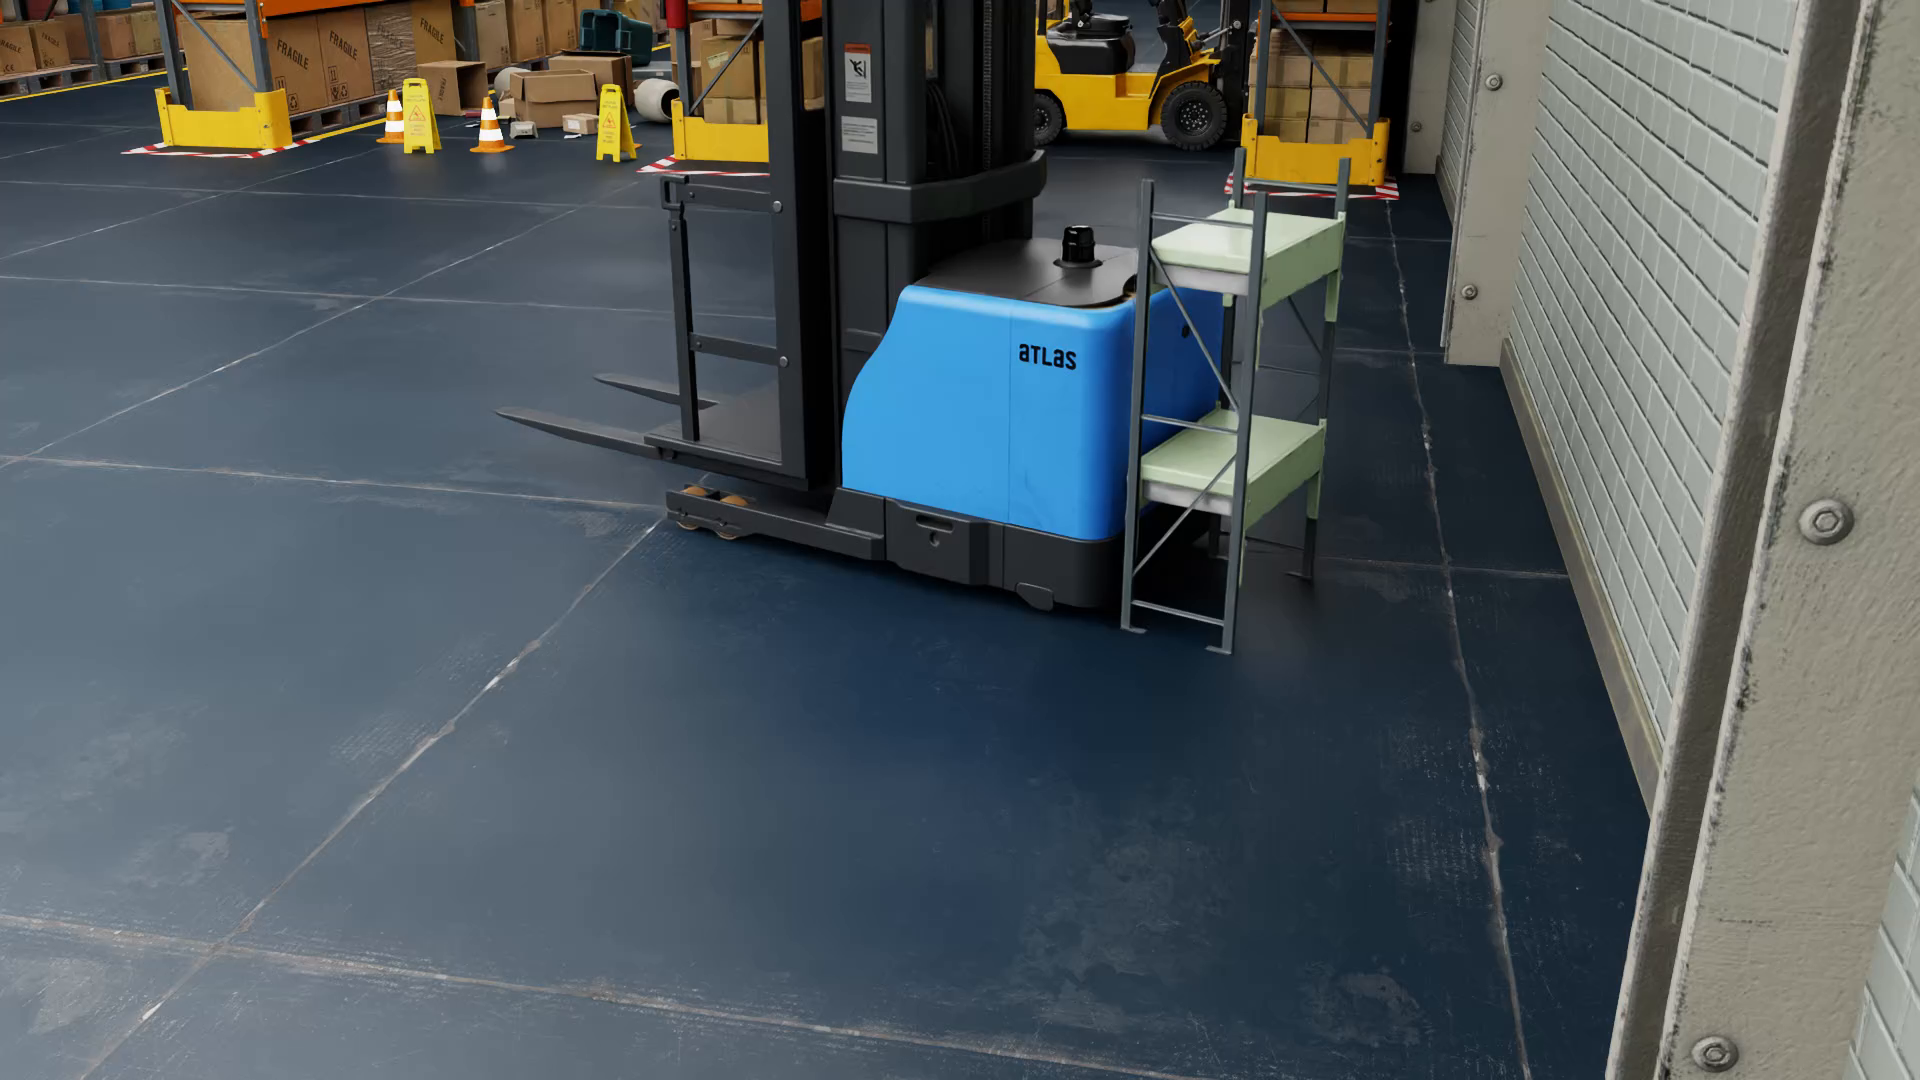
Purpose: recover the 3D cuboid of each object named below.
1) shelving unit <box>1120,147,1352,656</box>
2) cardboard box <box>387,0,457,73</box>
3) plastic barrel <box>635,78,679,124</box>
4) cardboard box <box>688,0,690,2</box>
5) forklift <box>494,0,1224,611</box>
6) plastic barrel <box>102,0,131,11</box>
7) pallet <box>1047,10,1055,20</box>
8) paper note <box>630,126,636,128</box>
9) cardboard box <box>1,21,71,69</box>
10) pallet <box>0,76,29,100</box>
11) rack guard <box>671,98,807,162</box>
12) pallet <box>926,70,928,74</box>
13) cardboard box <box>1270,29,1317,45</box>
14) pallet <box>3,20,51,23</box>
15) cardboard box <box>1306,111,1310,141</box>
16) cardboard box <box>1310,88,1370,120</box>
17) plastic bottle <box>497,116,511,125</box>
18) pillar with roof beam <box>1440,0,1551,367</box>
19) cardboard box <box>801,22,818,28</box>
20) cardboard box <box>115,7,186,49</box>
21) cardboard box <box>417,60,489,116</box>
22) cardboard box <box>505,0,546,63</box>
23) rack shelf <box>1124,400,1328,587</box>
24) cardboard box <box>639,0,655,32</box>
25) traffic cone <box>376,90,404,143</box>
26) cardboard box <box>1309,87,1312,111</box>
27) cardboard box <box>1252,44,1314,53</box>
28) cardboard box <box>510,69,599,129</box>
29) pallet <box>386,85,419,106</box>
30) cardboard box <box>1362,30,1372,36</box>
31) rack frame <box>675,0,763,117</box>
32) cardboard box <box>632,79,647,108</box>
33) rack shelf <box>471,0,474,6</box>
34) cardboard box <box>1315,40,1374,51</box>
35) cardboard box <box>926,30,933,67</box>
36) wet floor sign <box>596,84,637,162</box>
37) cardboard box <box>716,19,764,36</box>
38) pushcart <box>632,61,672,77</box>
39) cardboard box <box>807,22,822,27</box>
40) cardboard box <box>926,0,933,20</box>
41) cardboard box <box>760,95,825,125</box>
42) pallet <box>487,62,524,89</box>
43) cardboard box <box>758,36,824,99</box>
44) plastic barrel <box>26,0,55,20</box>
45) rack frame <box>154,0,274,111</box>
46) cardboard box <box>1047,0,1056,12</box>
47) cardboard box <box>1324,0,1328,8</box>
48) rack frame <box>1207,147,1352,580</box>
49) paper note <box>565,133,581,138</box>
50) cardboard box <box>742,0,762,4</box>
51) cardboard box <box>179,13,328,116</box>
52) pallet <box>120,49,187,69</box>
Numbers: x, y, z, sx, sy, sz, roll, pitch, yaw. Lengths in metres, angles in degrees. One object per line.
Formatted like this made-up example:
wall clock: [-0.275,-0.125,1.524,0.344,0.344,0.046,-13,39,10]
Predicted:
shelving unit: [0.912,-0.477,5.525,0.431,1.500,0.755,13,25,29]
cardboard box: [-6.201,-5.540,18.377,0.875,0.875,0.875,5,22,12]
plastic barrel: [-3.014,-4.428,16.783,0.421,0.421,0.512,-16,27,-35]
cardboard box: [-4.381,-8.039,25.084,0.500,0.500,0.500,4,22,10]
forklift: [-0.538,-1.513,6.187,3.031,2.935,1.130,13,25,29]
plastic barrel: [-14.183,-9.298,27.672,0.600,0.901,0.708,4,22,11]
pallet: [0.973,-8.567,27.344,1.003,0.211,1.213,4,22,11]
paper note: [-3.252,-4.116,16.559,0.032,0.001,0.123,4,22,11]
cardboard box: [-10.960,-5.863,19.680,0.500,0.500,0.500,4,22,9]
pallet: [-11.188,-4.982,18.440,1.003,0.211,1.213,4,22,11]
rack guard: [-1.938,-3.621,14.675,1.175,0.500,0.348,4,22,11]
pallet: [-0.980,-5.207,19.000,1.003,0.211,1.213,4,22,11]
cardboard box: [3.112,-4.700,15.787,0.500,0.250,0.500,5,23,13]
pallet: [-14.752,-7.809,25.462,1.003,0.211,1.213,4,22,11]
cardboard box: [2.804,-3.672,14.574,0.500,0.250,0.500,4,22,11]
cardboard box: [3.205,-3.683,13.932,0.500,0.250,0.500,5,22,12]
plastic bottle: [-4.624,-4.259,16.846,0.133,0.061,0.283,-3,22,-8]
pillar with roof beam: [-1.508,-5.478,7.910,9.100,9.000,0.400,4,22,11]
cardboard box: [-1.727,-4.901,16.623,0.500,0.500,0.500,6,23,14]
cardboard box: [-10.463,-6.616,21.523,0.700,0.500,0.500,3,22,6]
cardboard box: [-5.316,-4.752,17.479,0.500,0.500,0.500,8,23,20]
cardboard box: [-5.765,-6.294,20.414,1.050,0.750,0.750,4,22,11]
rack shelf: [0.910,-0.175,5.648,0.431,0.370,0.720,13,25,29]
cardboard box: [-4.695,-7.477,23.689,0.500,0.500,0.500,5,22,12]
traffic cone: [-5.322,-4.002,15.672,0.336,0.463,0.334,4,22,11]
cardboard box: [2.812,-3.911,14.499,0.500,0.250,0.500,4,22,10]
cardboard box: [2.793,-4.138,14.393,0.500,0.250,0.500,5,22,12]
cardboard box: [-4.074,-4.430,16.680,0.797,0.503,0.637,-11,25,-26]
pallet: [-6.236,-4.990,18.462,1.003,0.211,1.213,4,22,11]
cardboard box: [3.723,-4.840,16.137,0.500,0.250,0.500,4,22,10]
rack frame: [-1.954,-4.753,14.139,1.000,3.000,0.127,4,22,11]
cardboard box: [-3.405,-4.813,17.949,0.258,0.266,0.396,-11,25,-26]
rack shelf: [-5.596,-6.954,20.567,1.077,0.370,4.000,4,22,11]
cardboard box: [3.401,-4.285,14.758,0.500,0.250,0.500,4,22,11]
cardboard box: [-0.749,-5.901,19.946,0.950,0.372,0.625,5,23,13]
wet floor sign: [-3.040,-3.673,14.609,0.267,0.644,0.232,13,25,29]
cardboard box: [-2.036,-4.773,15.436,0.380,0.149,0.250,5,22,12]
pushcart: [-3.380,-5.155,18.647,1.648,0.377,0.936,-3,22,-8]
cardboard box: [-1.201,-4.873,16.553,0.500,0.500,0.500,6,23,14]
cardboard box: [-0.099,-7.134,22.334,0.875,0.875,0.875,4,22,10]
cardboard box: [-1.518,-3.946,15.254,0.500,0.250,0.500,4,22,10]
pallet: [-5.920,-5.550,19.852,1.003,0.211,1.213,4,22,11]
cardboard box: [-1.514,-4.302,15.136,0.500,0.500,0.500,4,22,9]
plastic barrel: [-14.558,-8.481,26.062,0.600,0.588,0.708,4,22,11]
rack frame: [-6.820,-5.093,14.984,1.000,3.000,0.127,4,22,11]
cardboard box: [1.096,-9.026,27.618,0.875,0.438,0.875,5,22,12]
cardboard box: [3.364,-4.774,14.059,0.500,0.500,0.500,5,23,13]
rack frame: [1.102,-0.594,5.815,0.400,1.500,0.023,13,25,29]
paper note: [-3.710,-3.873,15.929,0.148,0.019,0.142,-3,22,-8]
cardboard box: [-1.682,-4.745,14.455,0.380,0.149,0.250,5,22,11]
cardboard box: [-6.747,-4.555,15.931,0.875,0.875,0.875,5,22,11]
pallet: [-10.435,-6.410,21.987,1.003,0.211,1.213,4,22,11]
